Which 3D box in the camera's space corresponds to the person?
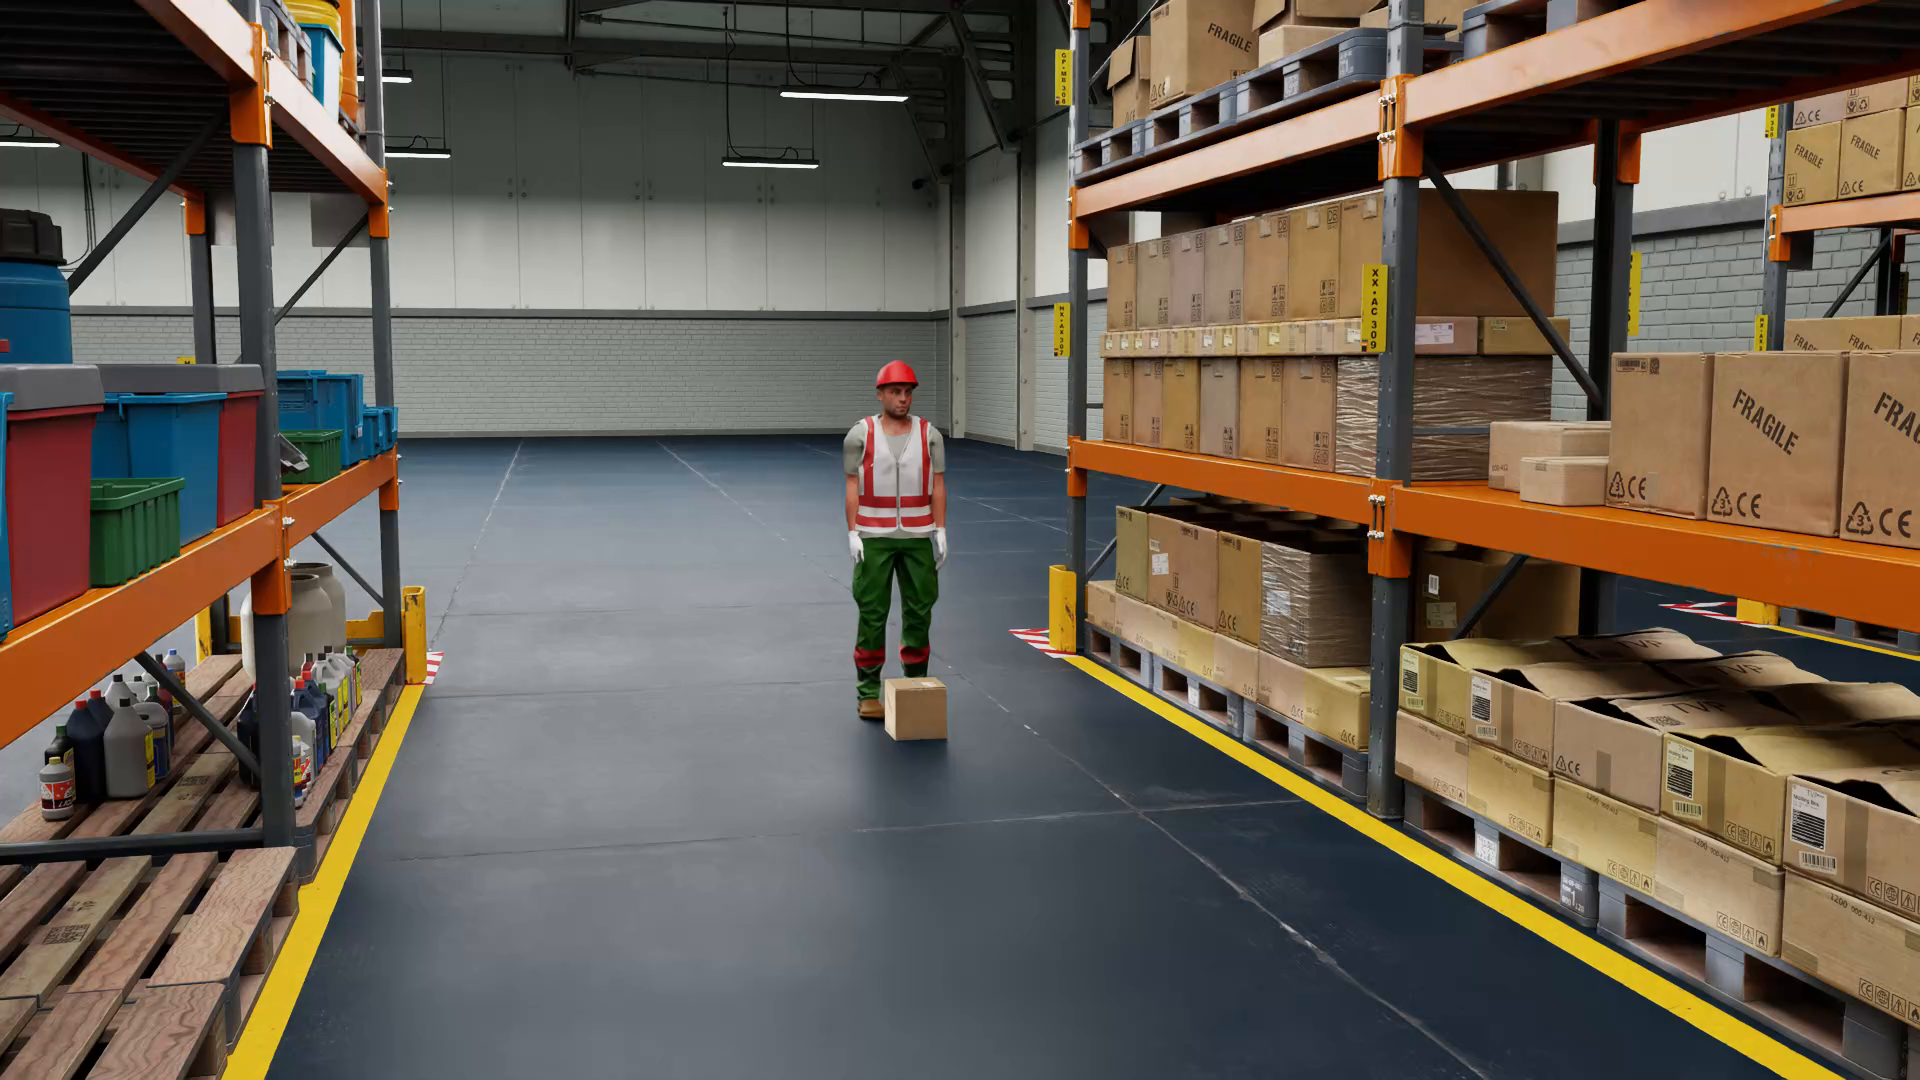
[{"bbox_3d":[-0.318,0.004,8.342,0.525,1.801,0.343,-1,6,-12],"label":"person"}]
